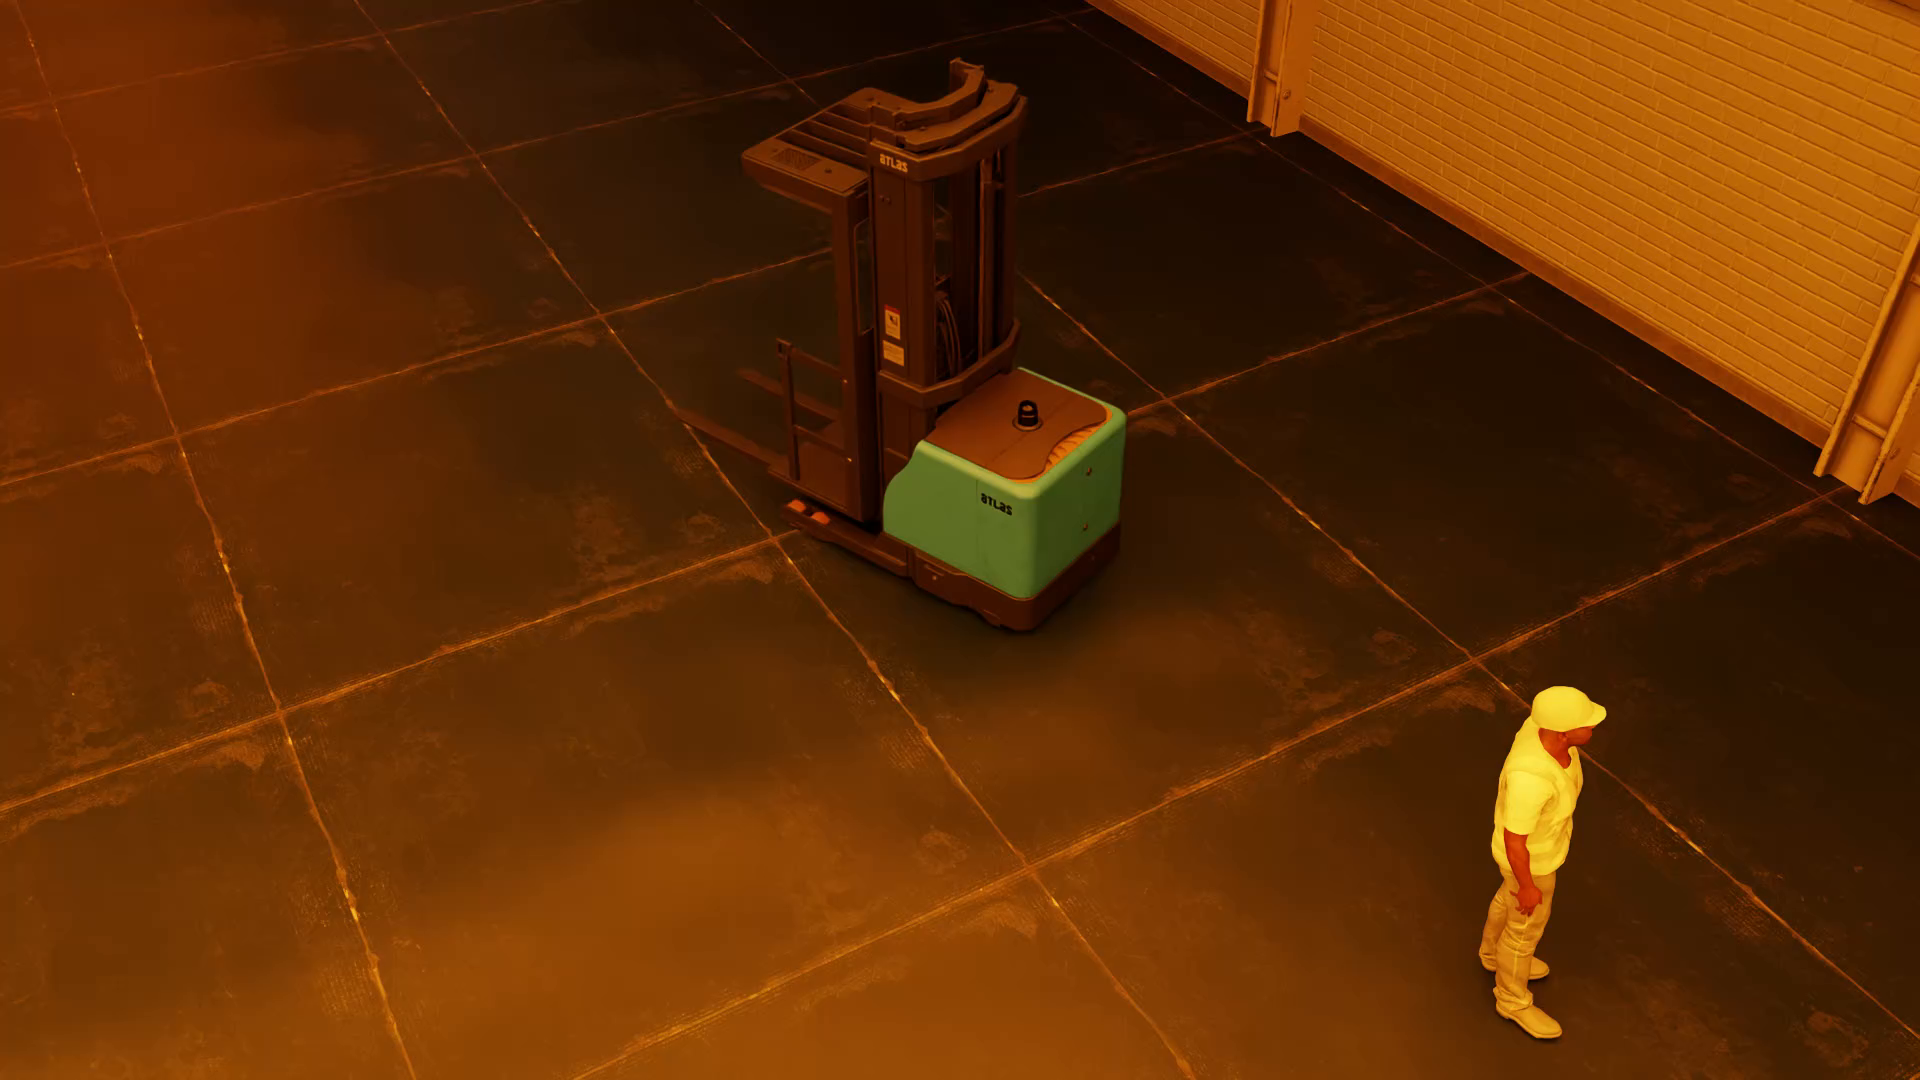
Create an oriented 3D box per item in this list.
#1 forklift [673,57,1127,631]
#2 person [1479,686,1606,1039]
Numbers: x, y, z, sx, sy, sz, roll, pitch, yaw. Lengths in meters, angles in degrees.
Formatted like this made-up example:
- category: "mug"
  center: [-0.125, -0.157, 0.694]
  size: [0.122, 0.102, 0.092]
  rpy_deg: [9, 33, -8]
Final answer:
- category: "forklift"
  center: [-0.501, -1.376, 9.695]
  size: [3.031, 2.935, 1.130]
  rpy_deg: [26, 46, 28]
- category: "person"
  center: [2.589, 1.360, 7.298]
  size: [0.574, 1.769, 0.665]
  rpy_deg: [17, 43, 19]
